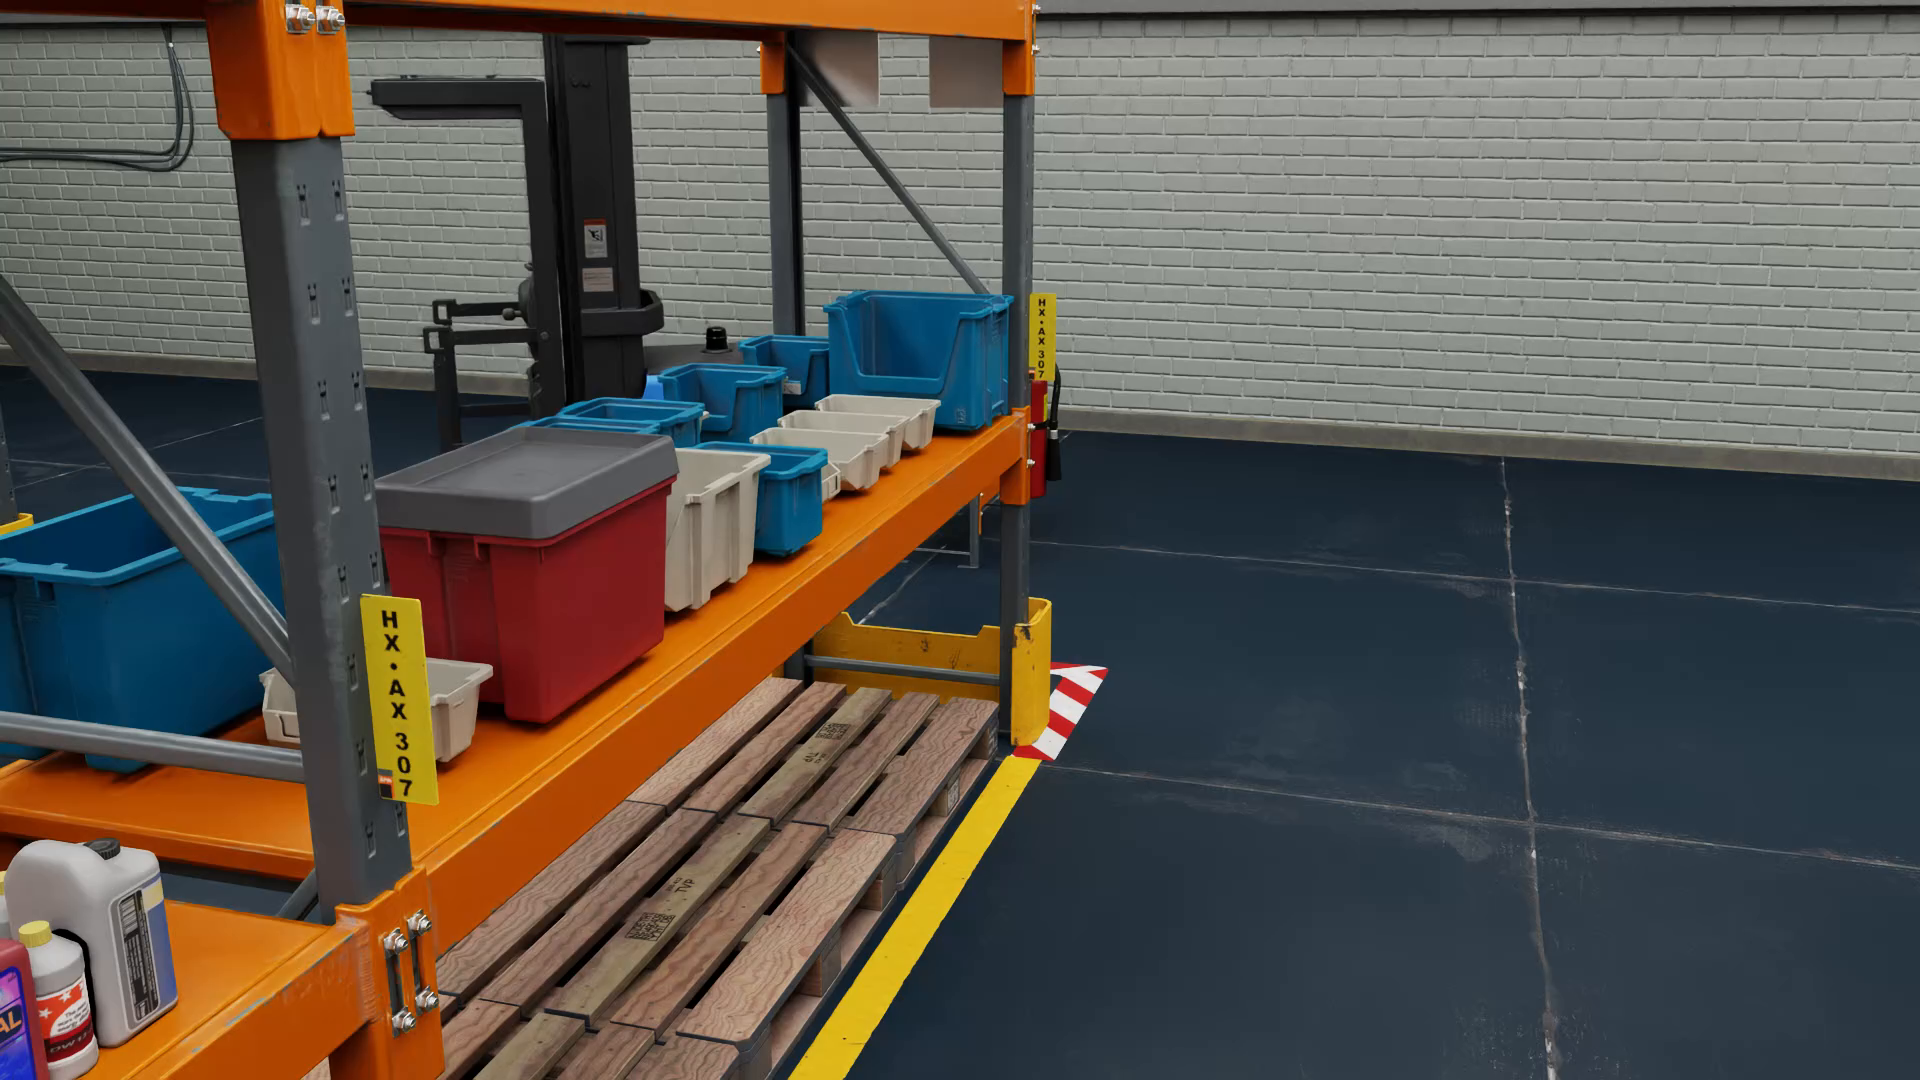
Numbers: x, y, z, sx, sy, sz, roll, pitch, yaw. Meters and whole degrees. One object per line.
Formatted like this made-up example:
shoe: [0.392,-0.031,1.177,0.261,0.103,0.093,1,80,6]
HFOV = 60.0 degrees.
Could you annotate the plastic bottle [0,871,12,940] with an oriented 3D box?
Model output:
plastic bottle: [-1.289,0.549,2.261,0.097,0.201,0.097,0,16,0]

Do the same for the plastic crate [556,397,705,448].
plastic crate: [-0.985,-0.281,5.020,0.416,0.233,0.300,5,16,16]

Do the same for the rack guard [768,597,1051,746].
rack guard: [-0.231,0.479,6.725,1.175,0.500,0.348,5,16,16]

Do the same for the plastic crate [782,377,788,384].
plastic crate: [-0.781,-0.502,5.975,0.250,0.136,0.298,5,16,16]

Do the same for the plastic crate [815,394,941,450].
plastic crate: [-0.283,-0.391,5.584,0.396,0.136,0.243,5,16,16]

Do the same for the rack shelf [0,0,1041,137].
rack shelf: [-0.793,-1.290,4.202,1.077,0.370,4.000,5,16,16]

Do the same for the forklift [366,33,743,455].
forklift: [-2.367,-1.270,8.435,3.031,2.935,1.130,-4,16,-14]

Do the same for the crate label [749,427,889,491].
crate label: [-0.435,-0.242,5.057,0.396,0.136,0.243,5,16,16]

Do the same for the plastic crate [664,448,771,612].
plastic crate: [-0.751,-0.027,4.035,0.437,0.282,0.530,5,16,16]

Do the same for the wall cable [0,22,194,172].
wall cable: [-7.774,-4.329,13.791,3.097,2.526,0.112,5,16,16]

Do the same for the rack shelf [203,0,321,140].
rack shelf: [-1.930,-0.244,0.513,1.077,0.370,4.000,5,16,16]

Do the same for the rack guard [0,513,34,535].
rack guard: [-4.995,0.121,7.987,1.175,0.500,0.348,5,16,16]

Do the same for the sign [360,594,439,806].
sign: [-0.835,0.240,2.479,0.100,0.325,0.005,5,16,16]

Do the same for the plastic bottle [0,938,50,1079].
plastic bottle: [-1.186,0.578,2.007,0.061,0.283,0.133,5,16,16]

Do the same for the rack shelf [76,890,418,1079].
rack shelf: [-1.930,1.199,0.922,1.077,0.370,4.000,5,16,16]

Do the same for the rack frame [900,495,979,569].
rack frame: [-0.143,-0.410,8.713,0.500,1.125,0.032,5,16,16]

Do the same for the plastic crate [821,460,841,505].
plastic crate: [-0.501,-0.163,4.779,0.298,0.136,0.250,5,16,16]

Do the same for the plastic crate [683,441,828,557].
plastic crate: [-0.563,-0.108,4.408,0.416,0.233,0.300,5,16,16]

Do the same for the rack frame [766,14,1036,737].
rack frame: [-0.225,-0.716,6.358,1.000,3.000,0.127,5,16,16]

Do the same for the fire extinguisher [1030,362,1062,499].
fire extinguisher: [0.254,-0.504,6.434,0.296,0.674,0.183,5,16,16]

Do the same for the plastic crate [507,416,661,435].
plastic crate: [-1.070,-0.203,4.744,0.416,0.233,0.300,5,16,16]

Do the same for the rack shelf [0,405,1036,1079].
rack shelf: [-0.793,0.153,4.611,1.077,0.370,4.000,5,16,16]

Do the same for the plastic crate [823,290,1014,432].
plastic crate: [-0.141,-0.660,5.985,0.616,0.435,0.499,5,16,16]

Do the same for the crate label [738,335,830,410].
crate label: [-0.611,-0.626,6.235,0.416,0.233,0.303,5,16,16]

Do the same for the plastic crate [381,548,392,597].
plastic crate: [-1.301,0.120,3.804,0.437,0.125,0.590,5,16,16]

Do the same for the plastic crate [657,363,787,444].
plastic crate: [-0.798,-0.453,5.628,0.416,0.233,0.300,5,16,16]

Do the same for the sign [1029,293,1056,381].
sign: [0.307,-0.756,6.200,0.100,0.325,0.005,5,16,16]

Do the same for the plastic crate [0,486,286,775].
plastic crate: [-1.556,0.160,3.186,0.392,0.384,0.575,5,16,16]

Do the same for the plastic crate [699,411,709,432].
plastic crate: [-0.974,-0.324,5.349,0.250,0.136,0.298,5,16,16]

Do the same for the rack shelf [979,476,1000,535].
rack shelf: [0.002,-0.308,9.249,0.538,0.278,1.000,5,16,16]

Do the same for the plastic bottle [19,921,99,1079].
plastic bottle: [-1.170,0.586,2.129,0.097,0.201,0.097,0,16,0]

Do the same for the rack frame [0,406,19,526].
rack frame: [-4.973,-1.101,7.716,1.000,3.000,0.127,5,16,16]

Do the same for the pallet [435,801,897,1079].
pallet: [-0.845,1.156,4.867,1.003,0.211,1.213,5,16,16]

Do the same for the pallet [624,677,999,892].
pallet: [-0.497,0.838,5.988,1.003,0.211,1.213,5,16,16]

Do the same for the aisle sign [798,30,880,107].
aisle sign: [-0.489,-2.009,6.151,0.394,0.787,0.004,5,16,16]

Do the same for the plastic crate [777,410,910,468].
plastic crate: [-0.379,-0.316,5.321,0.396,0.136,0.243,5,16,16]

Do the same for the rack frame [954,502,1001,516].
rack frame: [0.146,-0.676,9.651,0.500,1.125,0.032,5,16,16]

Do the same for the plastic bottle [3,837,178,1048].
plastic bottle: [-1.164,0.518,2.233,0.152,0.276,0.135,5,16,16]

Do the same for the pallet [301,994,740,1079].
pallet: [-1.190,1.476,3.738,1.003,0.211,1.213,5,16,16]

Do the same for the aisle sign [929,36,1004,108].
aisle sign: [0.076,-1.963,5.990,0.394,0.787,0.004,5,16,16]

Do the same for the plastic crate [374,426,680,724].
plastic crate: [-0.868,0.056,3.407,0.402,0.464,0.583,5,16,16]

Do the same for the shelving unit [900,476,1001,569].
shelving unit: [0.002,-0.543,9.182,0.538,1.125,1.048,5,16,16]

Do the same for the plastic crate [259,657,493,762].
plastic crate: [-1.092,0.317,3.086,0.396,0.136,0.243,5,16,16]
